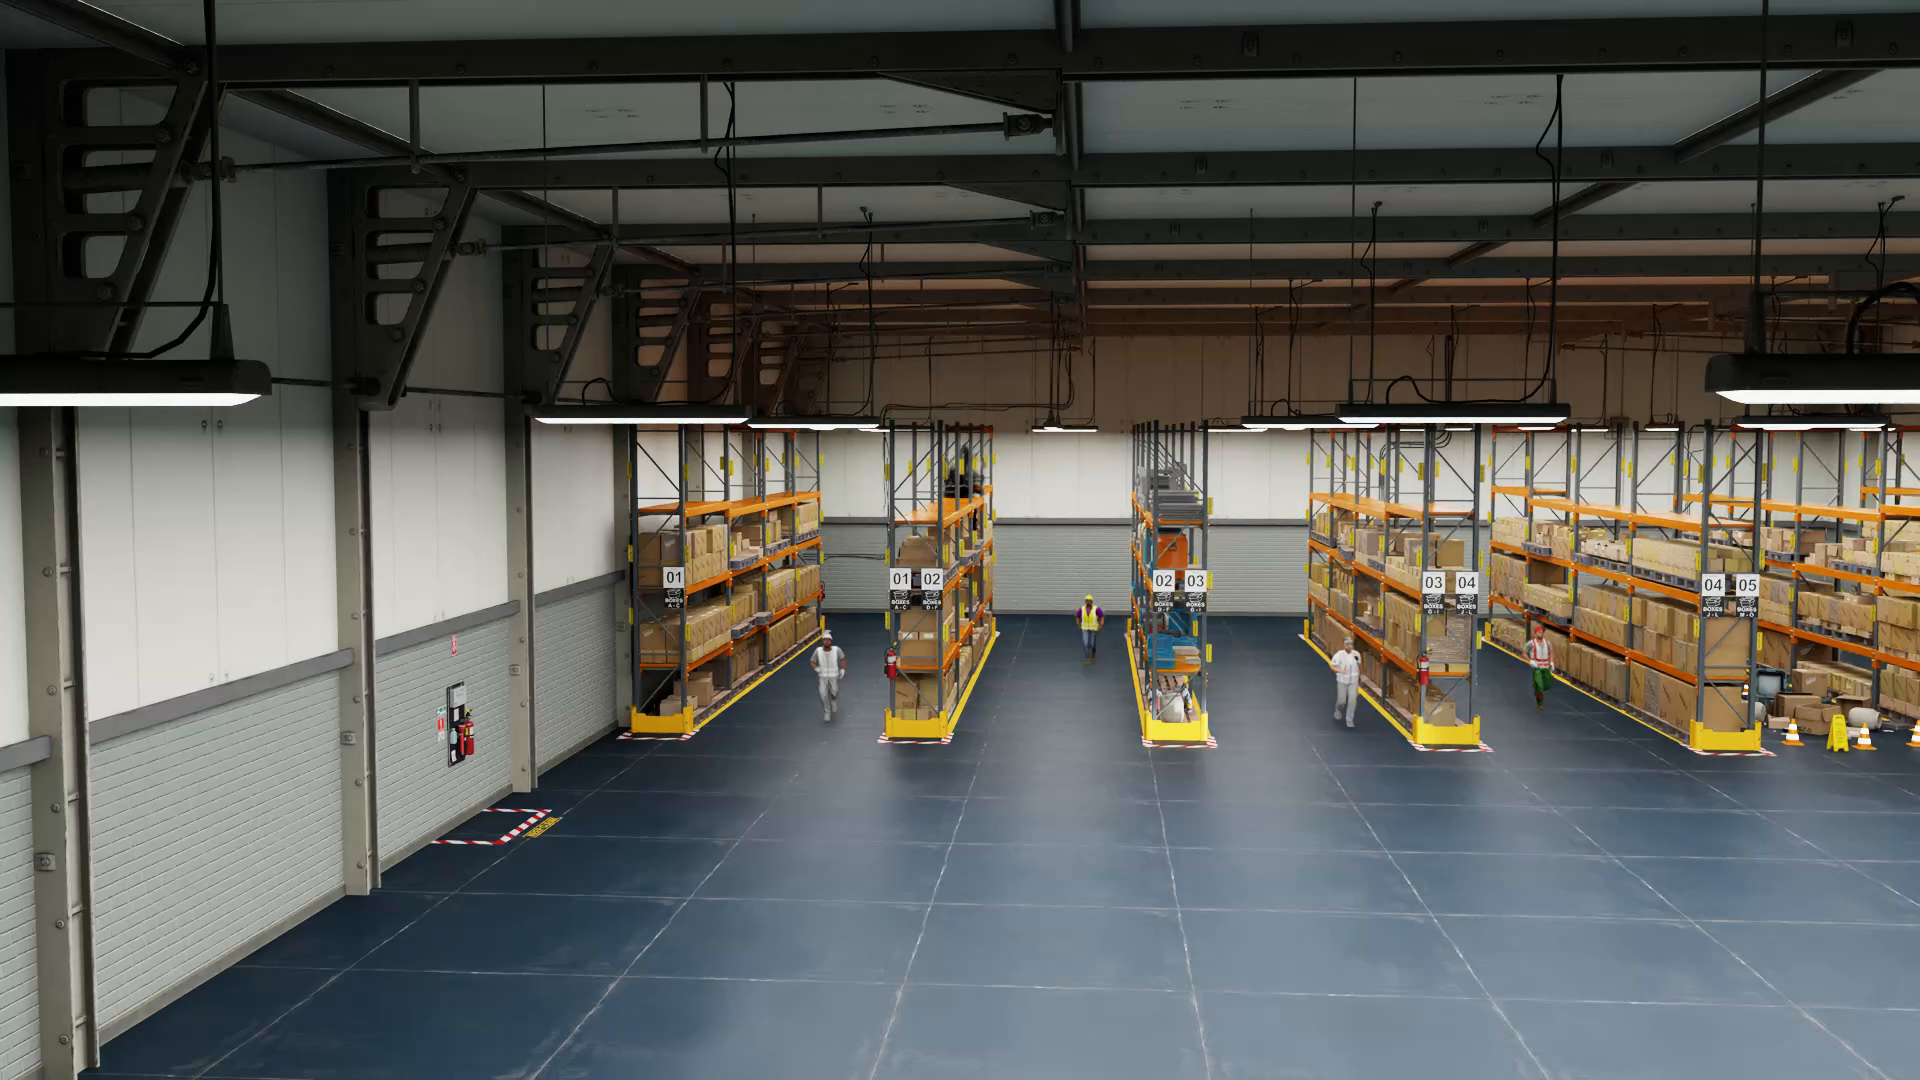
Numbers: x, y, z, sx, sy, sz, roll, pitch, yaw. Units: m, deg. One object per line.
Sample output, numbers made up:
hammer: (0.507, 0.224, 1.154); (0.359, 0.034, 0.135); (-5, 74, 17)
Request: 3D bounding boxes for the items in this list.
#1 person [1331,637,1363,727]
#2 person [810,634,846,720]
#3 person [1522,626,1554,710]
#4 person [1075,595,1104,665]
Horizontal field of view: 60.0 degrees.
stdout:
person: (7.624, 2.767, 32.757); (0.670, 1.755, 0.796); (0, 4, -1)
person: (-2.646, 2.744, 33.327); (0.726, 1.739, 0.607); (0, 4, -5)
person: (12.116, 2.665, 34.823); (0.676, 1.725, 0.648); (-1, 4, -9)
person: (3.242, 2.235, 41.588); (0.726, 1.728, 0.657); (1, 4, 9)
